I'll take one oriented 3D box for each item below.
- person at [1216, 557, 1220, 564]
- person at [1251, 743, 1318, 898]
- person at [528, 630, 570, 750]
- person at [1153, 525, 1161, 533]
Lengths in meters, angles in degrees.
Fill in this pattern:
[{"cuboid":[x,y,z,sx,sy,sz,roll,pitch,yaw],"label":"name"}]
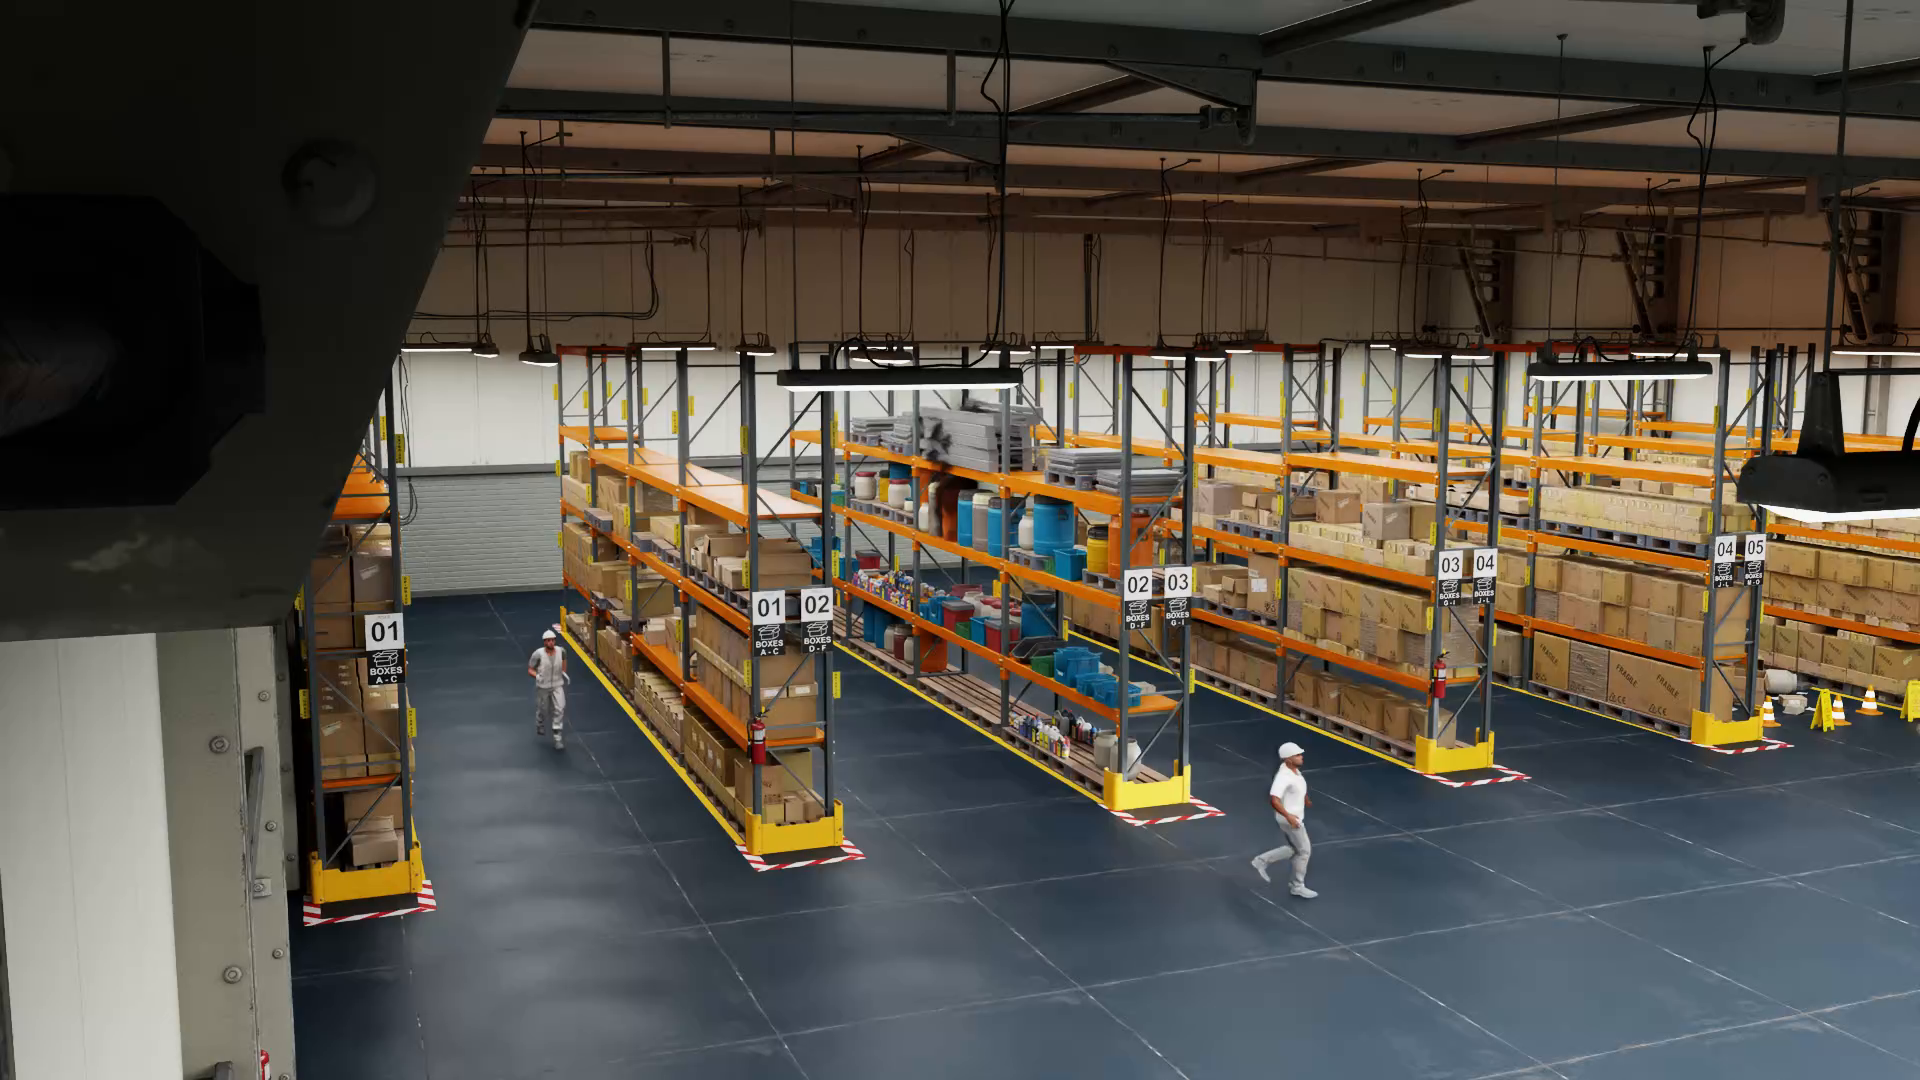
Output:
[{"cuboid":[5.148,1.224,33.643,0.651,1.777,0.769,-3,8,-24],"label":"person"},{"cuboid":[3.668,3.120,18.625,0.711,1.754,0.692,2,7,13],"label":"person"},{"cuboid":[-6.253,2.234,25.300,0.634,1.777,0.984,-4,8,-27],"label":"person"},{"cuboid":[4.736,0.331,41.065,0.736,1.576,0.591,7,10,44],"label":"person"}]
